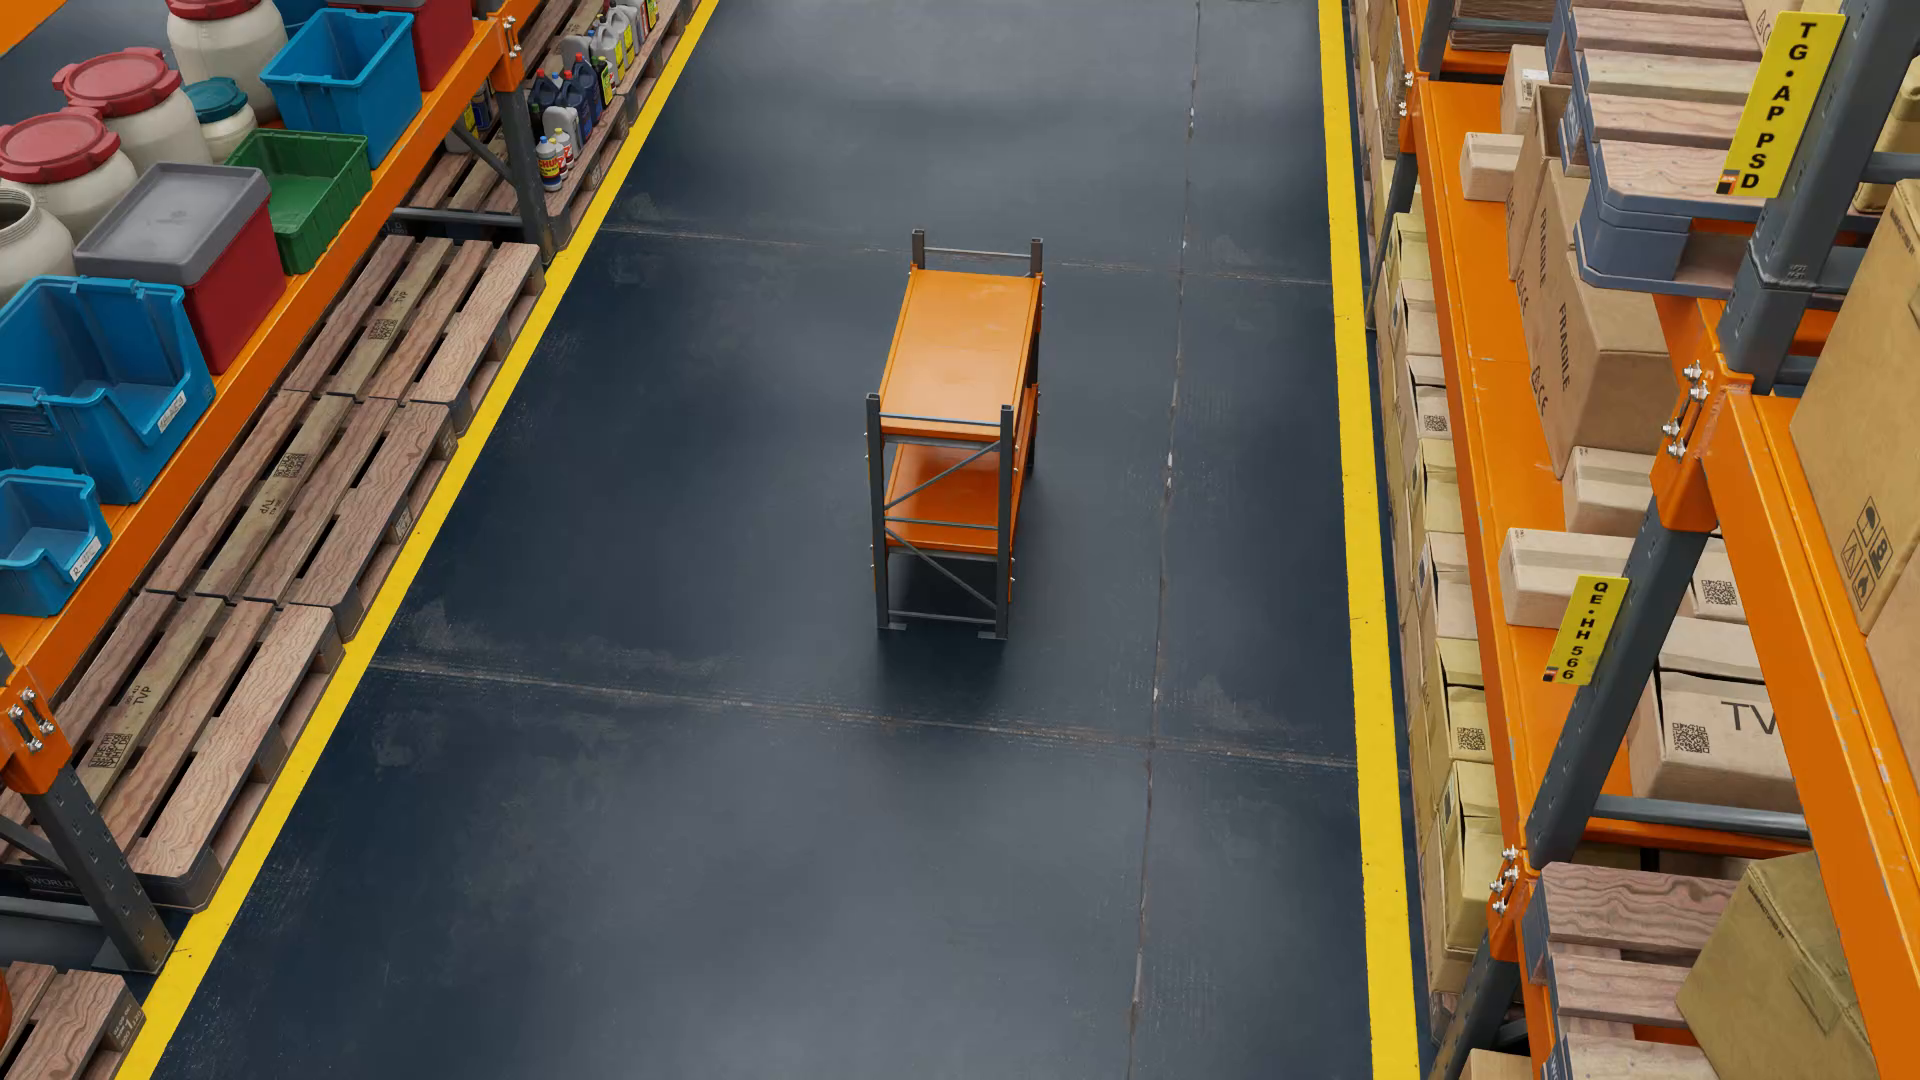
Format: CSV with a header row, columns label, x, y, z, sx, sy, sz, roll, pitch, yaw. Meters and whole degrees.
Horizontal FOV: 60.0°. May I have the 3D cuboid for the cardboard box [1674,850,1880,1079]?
label,x,y,z,sx,sy,sz,roll,pitch,yaw
cardboard box,1.901,0.913,3.226,0.700,0.500,0.500,-8,44,-9

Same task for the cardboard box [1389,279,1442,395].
label,x,y,z,sx,sy,sz,roll,pitch,yaw
cardboard box,2.028,-0.821,6.722,0.500,0.311,0.500,5,44,5

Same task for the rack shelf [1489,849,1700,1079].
label,x,y,z,sx,sy,sz,roll,pitch,yaw
rack shelf,1.608,2.287,2.676,1.077,0.370,4.000,5,44,6

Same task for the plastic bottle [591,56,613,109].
label,x,y,z,sx,sy,sz,roll,pitch,yaw
plastic bottle,-1.902,-2.439,8.800,0.061,0.283,0.133,7,44,7

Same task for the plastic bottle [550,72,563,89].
label,x,y,z,sx,sy,sz,roll,pitch,yaw
plastic bottle,-2.091,-2.307,8.670,0.097,0.271,0.097,0,43,0

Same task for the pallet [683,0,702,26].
label,x,y,z,sx,sy,sz,roll,pitch,yaw
pallet,-2.055,-3.620,10.420,1.003,0.211,1.213,5,44,6

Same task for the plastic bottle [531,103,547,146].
label,x,y,z,sx,sy,sz,roll,pitch,yaw
plastic bottle,-2.122,-2.099,8.441,0.061,0.283,0.133,5,44,6

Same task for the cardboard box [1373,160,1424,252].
label,x,y,z,sx,sy,sz,roll,pitch,yaw
cardboard box,2.246,-1.553,7.903,0.500,0.250,0.500,5,44,6

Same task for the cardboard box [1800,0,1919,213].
label,x,y,z,sx,sy,sz,roll,pitch,yaw
cardboard box,1.877,-0.839,3.076,0.500,0.250,0.500,2,43,2

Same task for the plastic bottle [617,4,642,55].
label,x,y,z,sx,sy,sz,roll,pitch,yaw
plastic bottle,-1.866,-2.858,9.247,0.152,0.276,0.135,4,44,4

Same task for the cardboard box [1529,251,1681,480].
label,x,y,z,sx,sy,sz,roll,pitch,yaw
cardboard box,2.078,-0.519,5.043,0.500,0.500,0.500,3,44,3

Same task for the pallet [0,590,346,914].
label,x,y,z,sx,sy,sz,roll,pitch,yaw
pallet,-2.896,0.698,5.859,1.003,0.211,1.213,5,44,6

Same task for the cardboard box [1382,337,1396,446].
label,x,y,z,sx,sy,sz,roll,pitch,yaw
cardboard box,2.033,-0.617,6.914,0.500,0.250,0.500,6,44,7

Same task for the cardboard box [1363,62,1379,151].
label,x,y,z,sx,sy,sz,roll,pitch,yaw
cardboard box,2.373,-2.235,8.623,0.500,0.250,0.500,5,44,6

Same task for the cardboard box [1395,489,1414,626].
label,x,y,z,sx,sy,sz,roll,pitch,yaw
cardboard box,1.899,0.083,6.175,0.500,0.250,0.500,6,44,6

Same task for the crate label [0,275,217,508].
label,x,y,z,sx,sy,sz,roll,pitch,yaw
crate label,-2.638,-0.455,5.024,0.502,0.435,0.616,5,44,6

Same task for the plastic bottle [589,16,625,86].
label,x,y,z,sx,sy,sz,roll,pitch,yaw
plastic bottle,-1.909,-2.645,8.968,0.144,0.351,0.185,5,44,5

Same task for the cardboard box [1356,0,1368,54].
label,x,y,z,sx,sy,sz,roll,pitch,yaw
cardboard box,2.510,-2.916,9.343,0.500,0.250,0.500,5,44,6

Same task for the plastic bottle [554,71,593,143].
label,x,y,z,sx,sy,sz,roll,pitch,yaw
plastic bottle,-1.990,-2.226,8.526,0.144,0.351,0.185,6,44,7

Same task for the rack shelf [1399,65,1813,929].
label,x,y,z,sx,sy,sz,roll,pitch,yaw
rack shelf,2.137,-0.439,5.555,1.077,0.370,4.000,5,44,6

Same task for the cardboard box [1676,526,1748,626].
label,x,y,z,sx,sy,sz,roll,pitch,yaw
cardboard box,2.183,0.103,4.524,0.500,0.311,0.500,5,44,5

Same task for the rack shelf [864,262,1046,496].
label,x,y,z,sx,sy,sz,roll,pitch,yaw
rack shelf,-0.001,-0.616,6.157,0.538,0.278,1.000,5,44,6

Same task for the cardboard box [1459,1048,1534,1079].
label,x,y,z,sx,sy,sz,roll,pitch,yaw
cardboard box,1.529,1.695,4.276,0.500,0.500,0.500,7,44,7

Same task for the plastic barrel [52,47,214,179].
label,x,y,z,sx,sy,sz,roll,pitch,yaw
plastic barrel,-2.949,-1.433,5.983,0.433,0.535,0.433,0,43,0

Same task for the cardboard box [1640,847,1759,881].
label,x,y,z,sx,sy,sz,roll,pitch,yaw
cardboard box,2.233,0.975,4.825,0.500,0.311,0.500,7,44,7

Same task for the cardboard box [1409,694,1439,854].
label,x,y,z,sx,sy,sz,roll,pitch,yaw
cardboard box,1.765,0.776,5.443,0.500,0.250,0.500,5,44,5

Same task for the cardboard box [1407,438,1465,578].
label,x,y,z,sx,sy,sz,roll,pitch,yaw
cardboard box,1.898,-0.114,5.976,0.500,0.311,0.500,6,44,7

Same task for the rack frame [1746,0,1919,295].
label,x,y,z,sx,sy,sz,roll,pitch,yaw
rack frame,1.872,-1.516,1.806,1.000,3.000,0.127,5,44,6

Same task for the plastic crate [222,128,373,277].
label,x,y,z,sx,sy,sz,roll,pitch,yaw
plastic crate,-2.459,-1.227,6.018,0.450,0.188,0.662,5,44,6

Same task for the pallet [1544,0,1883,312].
label,x,y,z,sx,sy,sz,roll,pitch,yaw
pallet,1.874,-0.829,3.399,1.213,0.211,1.003,7,44,7

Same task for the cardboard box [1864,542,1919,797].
label,x,y,z,sx,sy,sz,roll,pitch,yaw
cardboard box,1.781,0.185,2.118,0.910,0.500,0.500,5,44,6

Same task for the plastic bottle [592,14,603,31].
label,x,y,z,sx,sy,sz,roll,pitch,yaw
plastic bottle,-1.993,-2.829,9.272,0.097,0.201,0.097,0,43,0

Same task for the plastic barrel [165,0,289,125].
label,x,y,z,sx,sy,sz,roll,pitch,yaw
plastic barrel,-2.852,-1.933,6.511,0.433,0.535,0.433,0,43,0

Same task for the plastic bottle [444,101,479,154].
label,x,y,z,sx,sy,sz,roll,pitch,yaw
plastic bottle,-2.566,-2.166,8.463,0.144,0.351,0.185,5,44,6

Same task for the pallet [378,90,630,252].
label,x,y,z,sx,sy,sz,roll,pitch,yaw
pallet,-2.378,-1.958,8.664,1.003,0.211,1.213,5,44,6

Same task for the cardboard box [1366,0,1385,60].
label,x,y,z,sx,sy,sz,roll,pitch,yaw
cardboard box,2.438,-2.849,8.726,0.500,0.500,0.500,5,44,6

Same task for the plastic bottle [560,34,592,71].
label,x,y,z,sx,sy,sz,roll,pitch,yaw
plastic bottle,-2.059,-2.614,8.990,0.152,0.276,0.135,5,44,6

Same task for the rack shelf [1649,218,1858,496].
label,x,y,z,sx,sy,sz,roll,pitch,yaw
rack shelf,2.137,-1.528,4.524,1.077,0.370,4.000,5,44,6

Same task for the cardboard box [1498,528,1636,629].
label,x,y,z,sx,sy,sz,roll,pitch,yaw
cardboard box,1.717,0.116,4.629,0.380,0.149,0.250,5,44,6

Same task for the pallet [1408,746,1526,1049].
label,x,y,z,sx,sy,sz,roll,pitch,yaw
pallet,2.020,1.118,5.416,1.003,0.211,1.213,5,44,6

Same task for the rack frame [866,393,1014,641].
label,x,y,z,sx,sy,sz,roll,pitch,yaw
rack frame,-0.068,-0.057,5.992,0.500,1.125,0.032,5,44,6

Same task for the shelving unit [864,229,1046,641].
label,x,y,z,sx,sy,sz,roll,pitch,yaw
shelving unit,-0.001,-0.404,6.358,0.538,1.125,1.048,5,44,6

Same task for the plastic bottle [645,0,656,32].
label,x,y,z,sx,sy,sz,roll,pitch,yaw
plastic bottle,-1.785,-3.043,9.438,0.061,0.283,0.133,6,44,7

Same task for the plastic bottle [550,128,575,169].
label,x,y,z,sx,sy,sz,roll,pitch,yaw
plastic bottle,-2.005,-1.976,8.370,0.097,0.201,0.097,0,43,0

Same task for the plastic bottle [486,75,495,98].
label,x,y,z,sx,sy,sz,roll,pitch,yaw
plastic bottle,-2.536,-2.514,8.879,0.061,0.283,0.133,5,44,6

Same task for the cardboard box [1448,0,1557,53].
label,x,y,z,sx,sy,sz,roll,pitch,yaw
cardboard box,2.454,-2.403,7.033,0.700,0.500,0.500,4,44,4

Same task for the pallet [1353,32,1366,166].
label,x,y,z,sx,sy,sz,roll,pitch,yaw
pallet,2.707,-2.423,9.155,1.003,0.211,1.213,5,44,6

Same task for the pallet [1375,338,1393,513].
label,x,y,z,sx,sy,sz,roll,pitch,yaw
pallet,2.342,-0.545,7.172,1.003,0.211,1.213,5,44,6

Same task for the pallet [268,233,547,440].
label,x,y,z,sx,sy,sz,roll,pitch,yaw
pallet,-2.574,-0.965,7.616,1.003,0.211,1.213,5,44,6

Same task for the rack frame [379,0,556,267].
label,x,y,z,sx,sy,sz,roll,pitch,yaw
rack frame,-2.508,-2.516,7.226,1.000,3.000,0.127,5,44,6

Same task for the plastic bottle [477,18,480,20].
label,x,y,z,sx,sy,sz,roll,pitch,yaw
plastic bottle,-2.613,-2.764,9.152,0.097,0.271,0.097,0,43,0

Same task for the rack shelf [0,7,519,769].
label,x,y,z,sx,sy,sz,roll,pitch,yaw
rack shelf,-2.773,-0.892,6.034,1.077,0.370,4.000,5,44,6

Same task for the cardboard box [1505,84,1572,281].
label,x,y,z,sx,sy,sz,roll,pitch,yaw
cardboard box,2.214,-1.219,5.783,0.500,0.500,0.500,8,44,9

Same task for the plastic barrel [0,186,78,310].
label,x,y,z,sx,sy,sz,roll,pitch,yaw
plastic barrel,-3.057,-0.838,5.372,0.421,0.512,0.421,0,43,0

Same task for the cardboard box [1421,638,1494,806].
label,x,y,z,sx,sy,sz,roll,pitch,yaw
cardboard box,1.760,0.571,5.252,0.500,0.311,0.500,5,44,5

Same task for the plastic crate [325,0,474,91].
label,x,y,z,sx,sy,sz,roll,pitch,yaw
plastic crate,-2.269,-2.182,6.826,0.402,0.464,0.583,5,44,6

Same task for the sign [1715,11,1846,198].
label,x,y,z,sx,sy,sz,roll,pitch,yaw
sign,1.323,-0.699,2.691,0.100,0.325,0.005,5,44,6

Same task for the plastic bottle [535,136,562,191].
label,x,y,z,sx,sy,sz,roll,pitch,yaw
plastic bottle,-2.032,-1.863,8.200,0.097,0.271,0.097,0,43,0

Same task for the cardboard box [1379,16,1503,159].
label,x,y,z,sx,sy,sz,roll,pitch,yaw
cardboard box,2.324,-2.165,8.004,0.500,0.500,0.500,5,44,6
